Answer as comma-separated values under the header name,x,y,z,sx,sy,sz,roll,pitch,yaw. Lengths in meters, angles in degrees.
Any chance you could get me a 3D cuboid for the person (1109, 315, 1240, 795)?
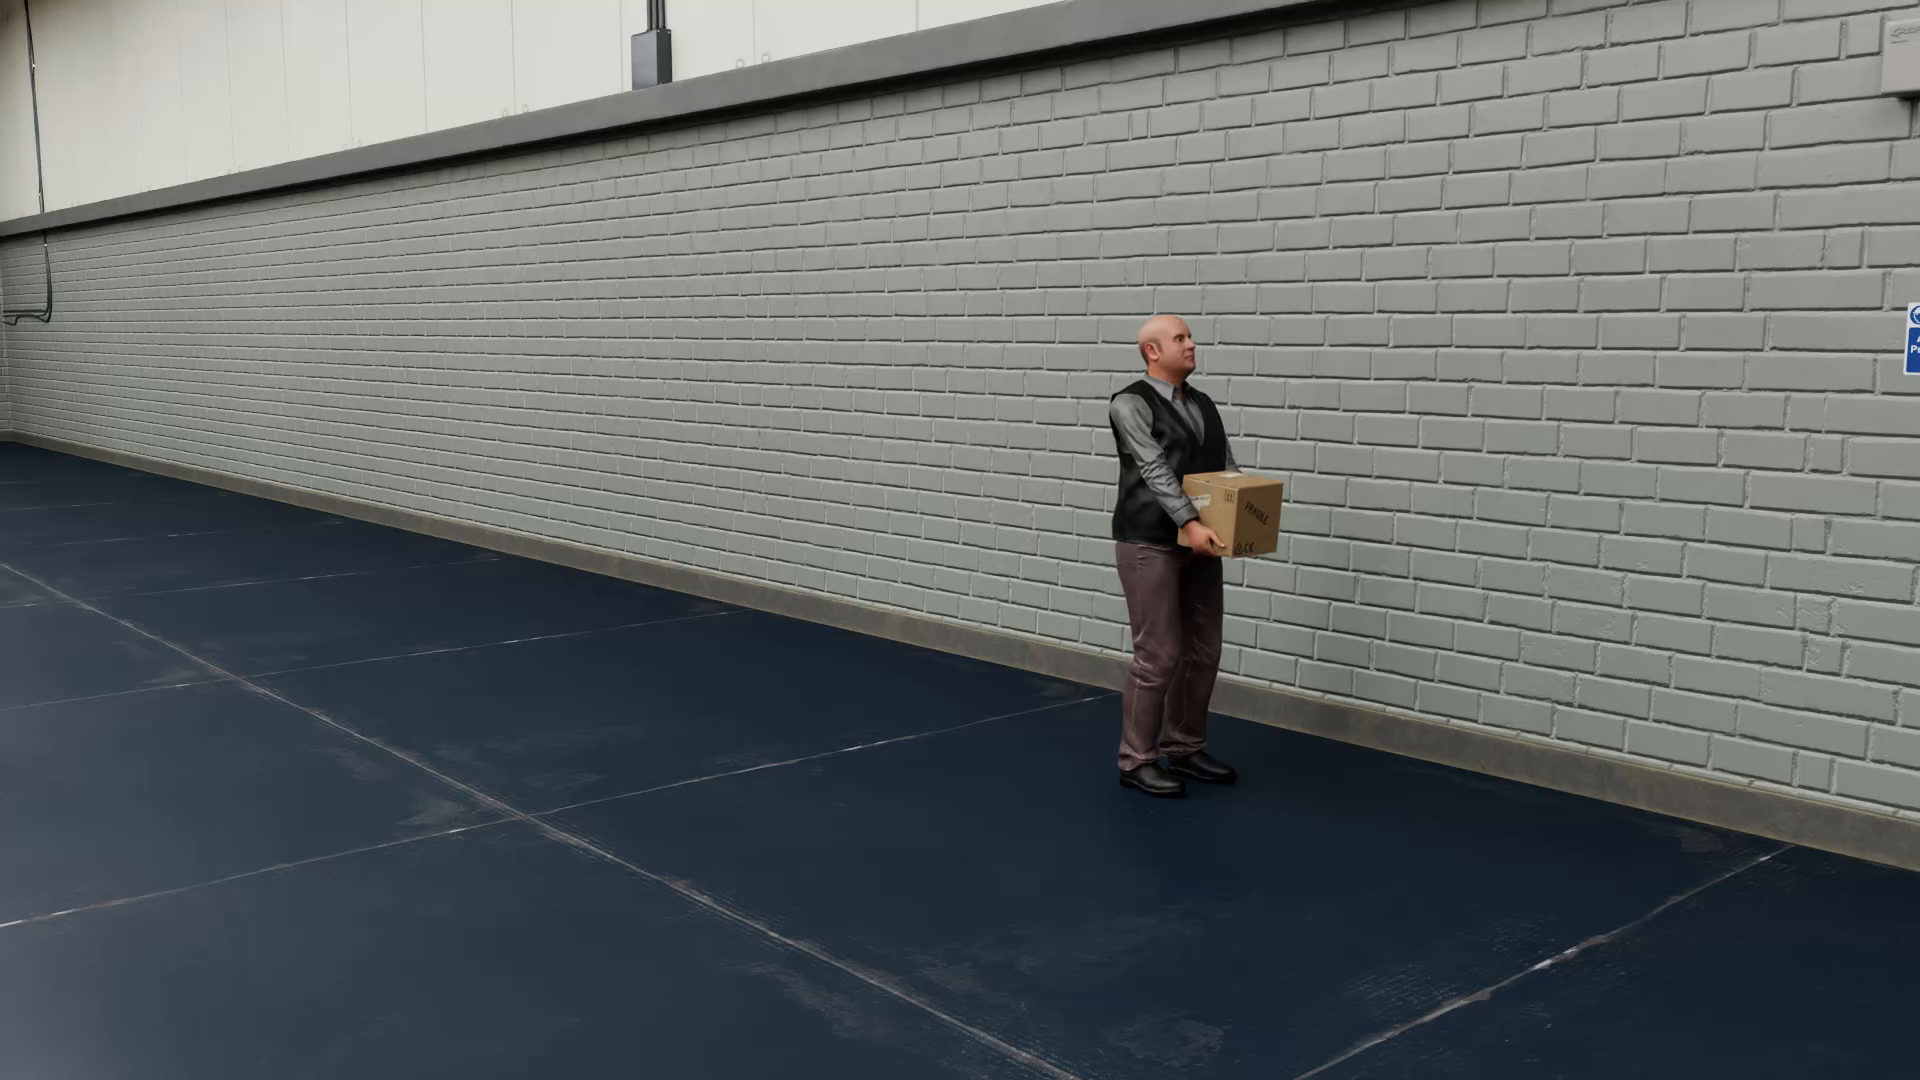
name,x,y,z,sx,sy,sz,roll,pitch,yaw
person,0.837,0.051,6.011,0.496,1.714,0.550,-6,10,-41
